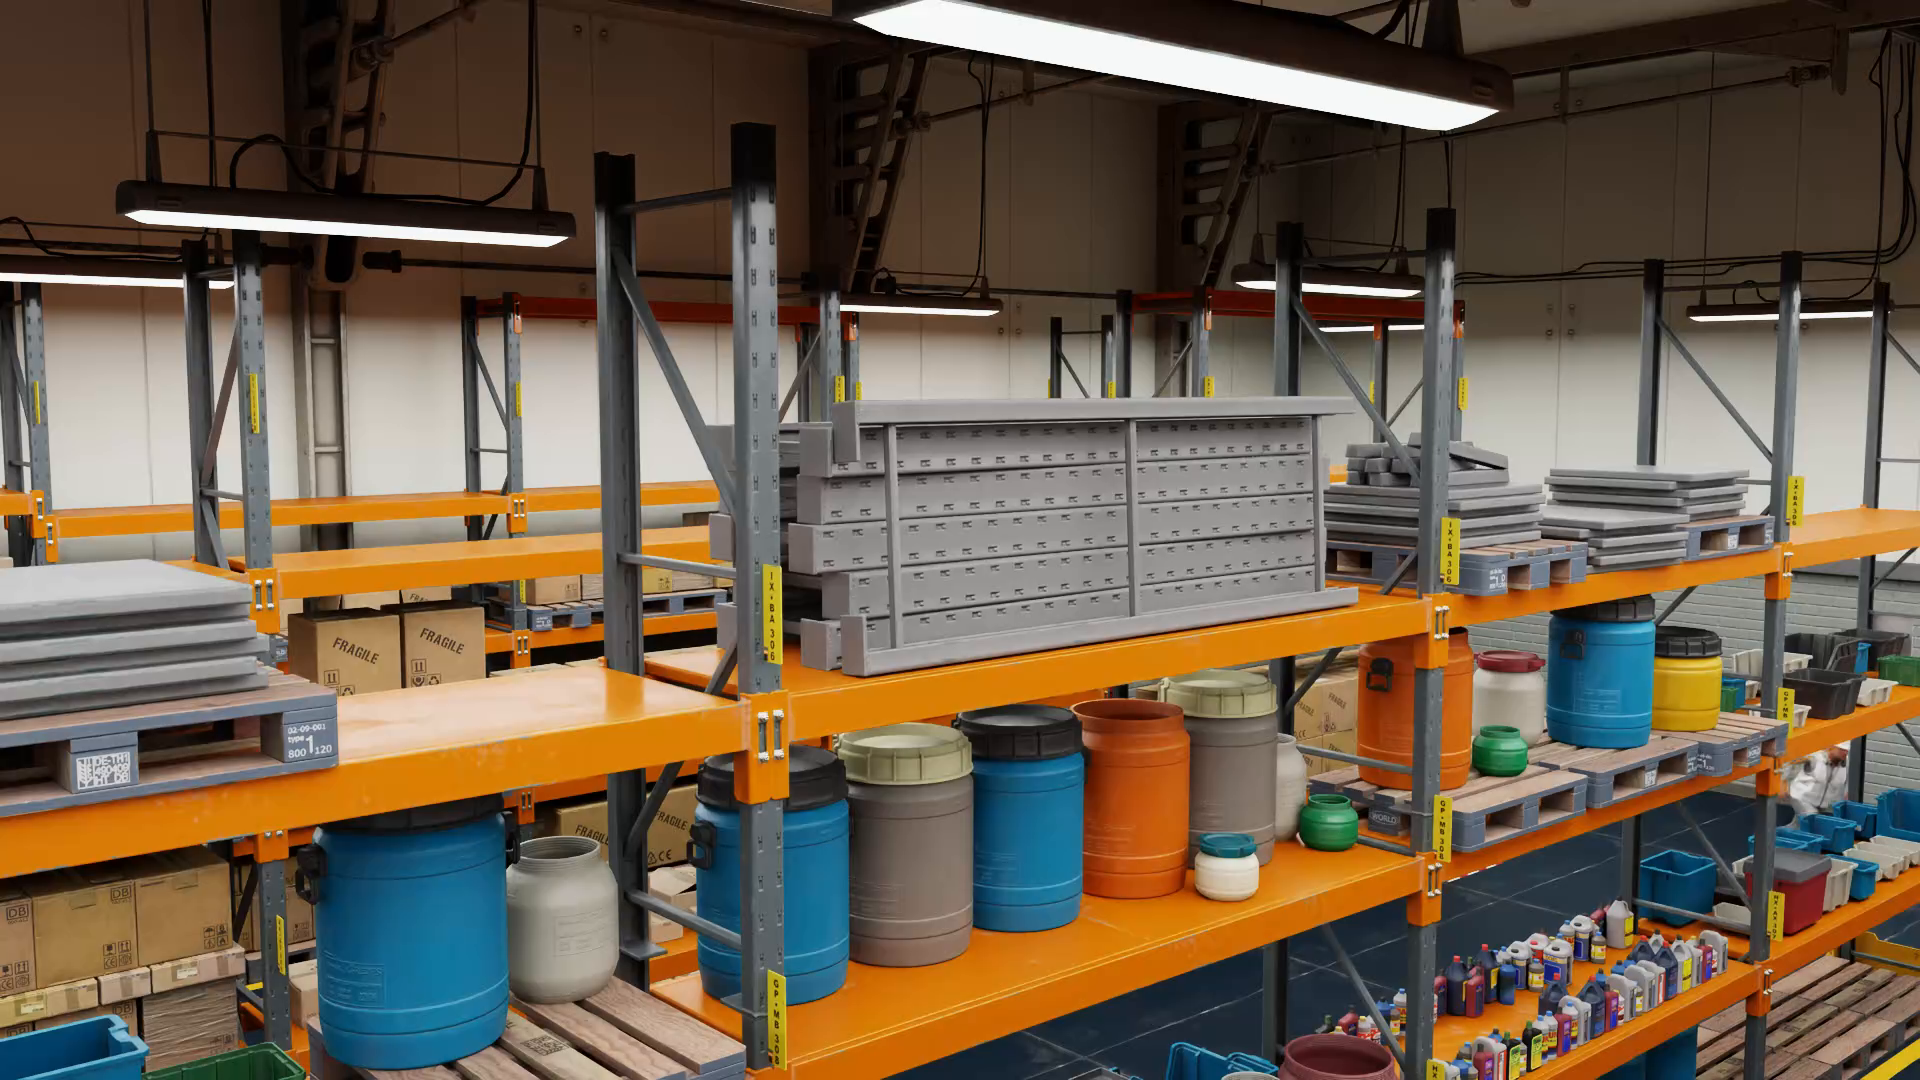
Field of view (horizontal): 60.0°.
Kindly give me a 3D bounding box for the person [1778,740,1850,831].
[{"bbox_3d":[8.885,2.699,17.365,0.644,1.583,1.100,-1,5,-9],"label":"person"}]
